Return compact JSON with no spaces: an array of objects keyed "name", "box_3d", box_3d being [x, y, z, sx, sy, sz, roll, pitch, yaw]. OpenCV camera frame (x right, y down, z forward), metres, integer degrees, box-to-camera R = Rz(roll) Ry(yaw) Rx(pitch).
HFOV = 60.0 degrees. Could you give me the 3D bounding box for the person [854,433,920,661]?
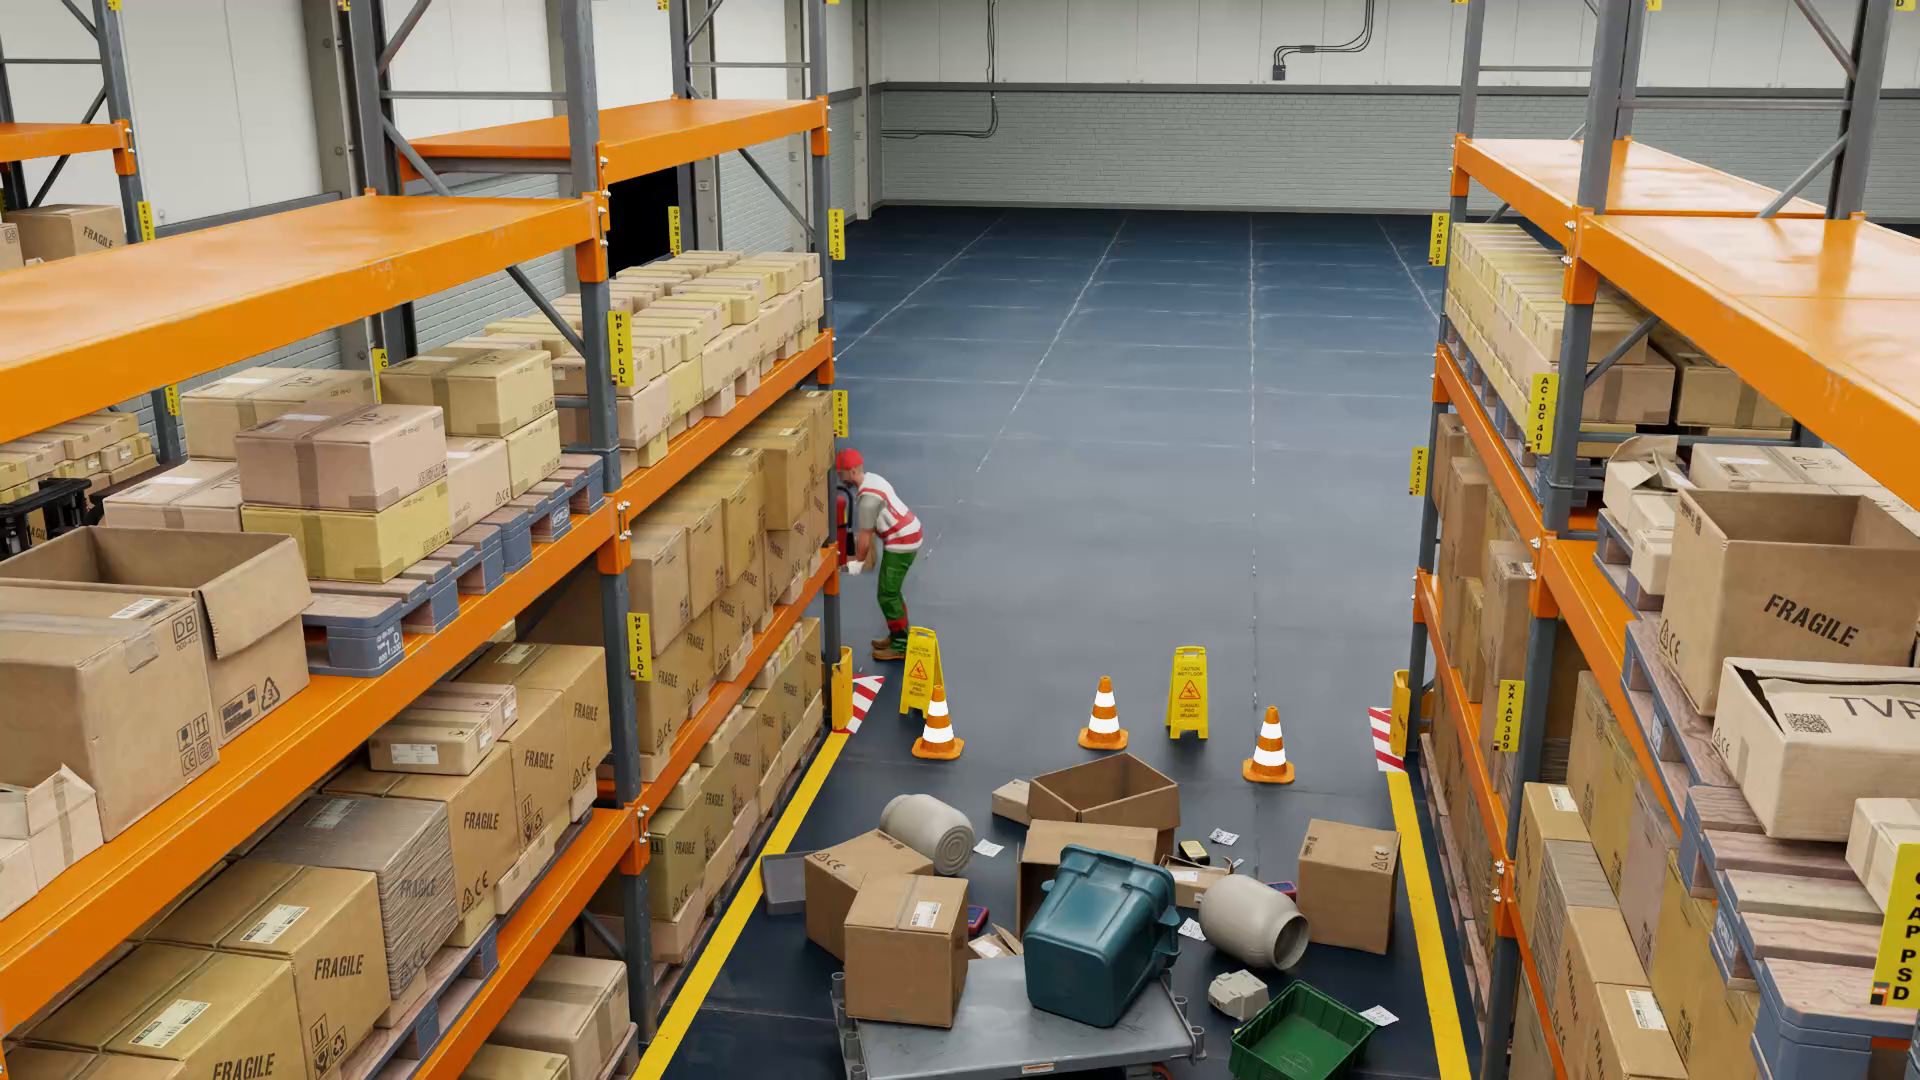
[{"name":"person","box_3d":[-0.589,0.038,12.893,0.559,1.786,0.474,2,18,6]}]
